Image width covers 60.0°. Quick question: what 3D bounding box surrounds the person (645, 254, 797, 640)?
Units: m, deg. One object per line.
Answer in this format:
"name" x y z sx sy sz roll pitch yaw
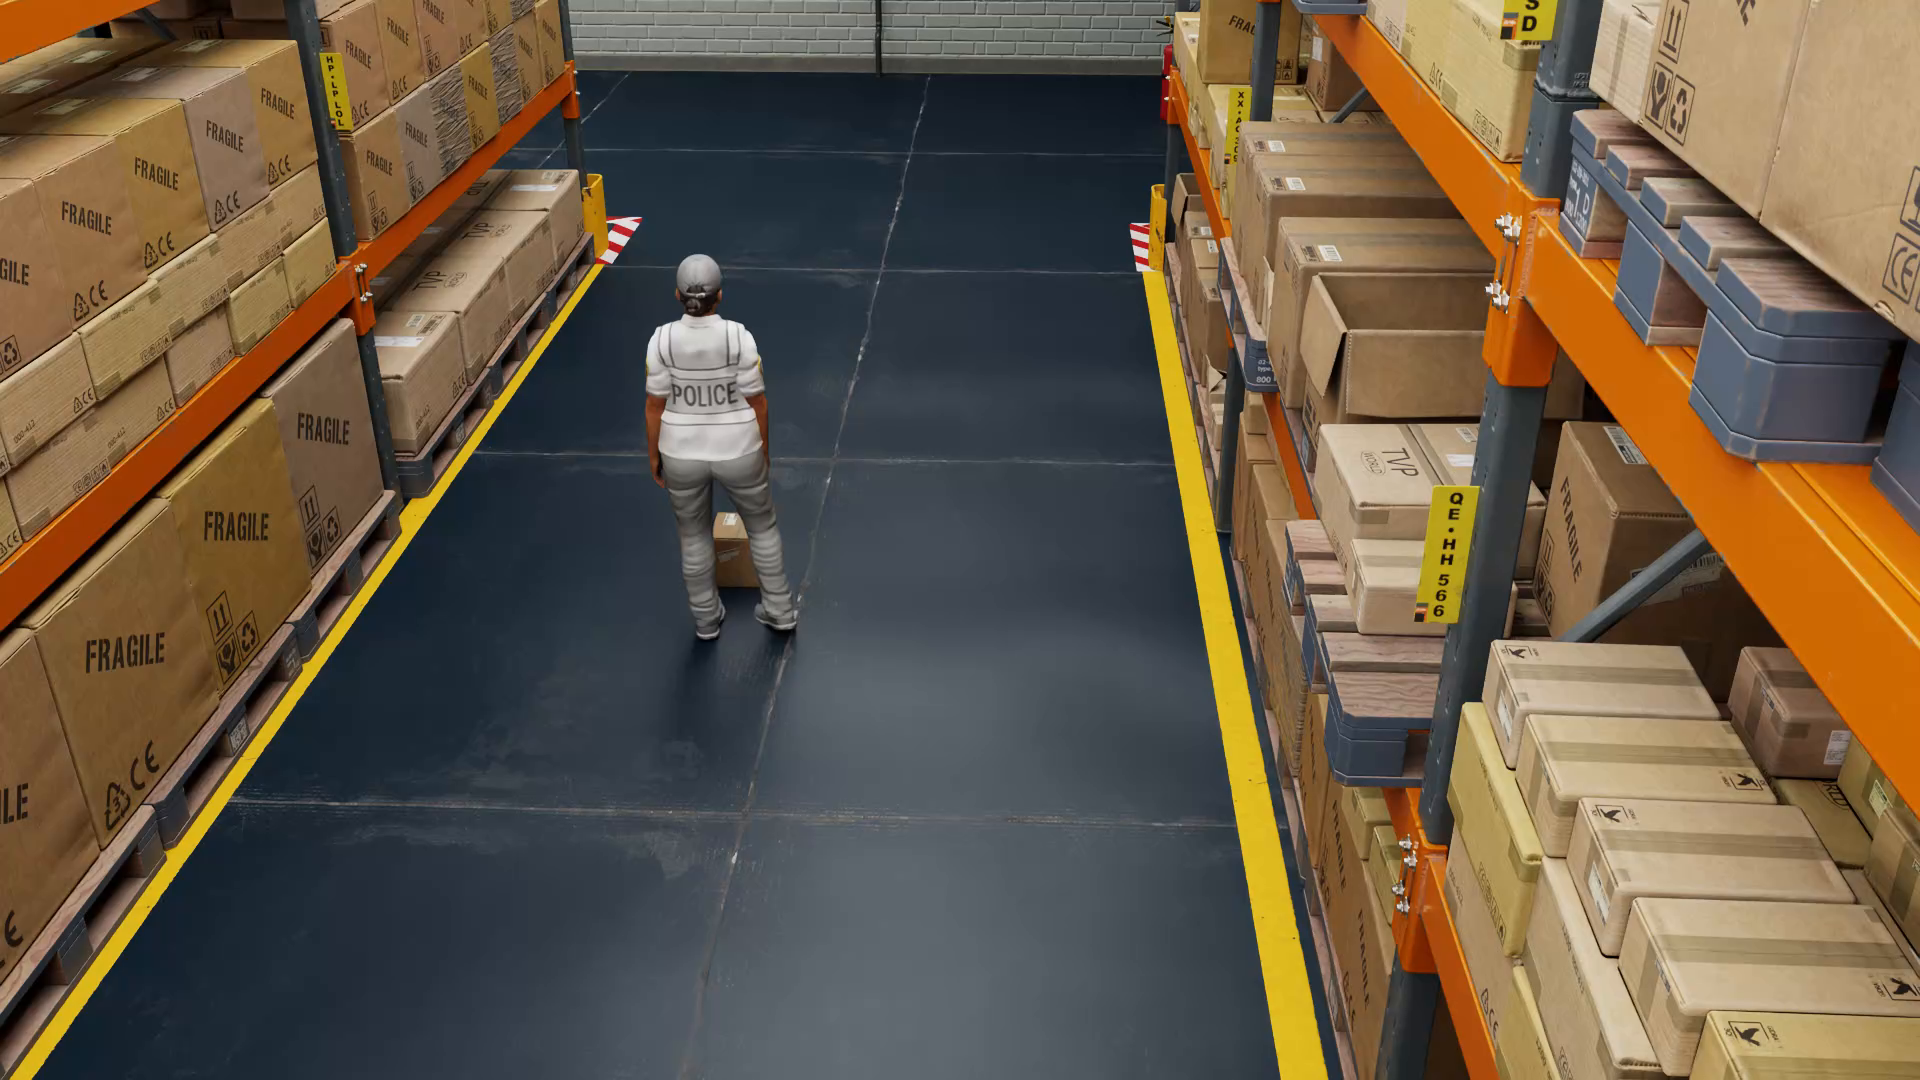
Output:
"person" -0.981 -0.345 6.772 0.558 1.687 0.384 -2 28 -4
